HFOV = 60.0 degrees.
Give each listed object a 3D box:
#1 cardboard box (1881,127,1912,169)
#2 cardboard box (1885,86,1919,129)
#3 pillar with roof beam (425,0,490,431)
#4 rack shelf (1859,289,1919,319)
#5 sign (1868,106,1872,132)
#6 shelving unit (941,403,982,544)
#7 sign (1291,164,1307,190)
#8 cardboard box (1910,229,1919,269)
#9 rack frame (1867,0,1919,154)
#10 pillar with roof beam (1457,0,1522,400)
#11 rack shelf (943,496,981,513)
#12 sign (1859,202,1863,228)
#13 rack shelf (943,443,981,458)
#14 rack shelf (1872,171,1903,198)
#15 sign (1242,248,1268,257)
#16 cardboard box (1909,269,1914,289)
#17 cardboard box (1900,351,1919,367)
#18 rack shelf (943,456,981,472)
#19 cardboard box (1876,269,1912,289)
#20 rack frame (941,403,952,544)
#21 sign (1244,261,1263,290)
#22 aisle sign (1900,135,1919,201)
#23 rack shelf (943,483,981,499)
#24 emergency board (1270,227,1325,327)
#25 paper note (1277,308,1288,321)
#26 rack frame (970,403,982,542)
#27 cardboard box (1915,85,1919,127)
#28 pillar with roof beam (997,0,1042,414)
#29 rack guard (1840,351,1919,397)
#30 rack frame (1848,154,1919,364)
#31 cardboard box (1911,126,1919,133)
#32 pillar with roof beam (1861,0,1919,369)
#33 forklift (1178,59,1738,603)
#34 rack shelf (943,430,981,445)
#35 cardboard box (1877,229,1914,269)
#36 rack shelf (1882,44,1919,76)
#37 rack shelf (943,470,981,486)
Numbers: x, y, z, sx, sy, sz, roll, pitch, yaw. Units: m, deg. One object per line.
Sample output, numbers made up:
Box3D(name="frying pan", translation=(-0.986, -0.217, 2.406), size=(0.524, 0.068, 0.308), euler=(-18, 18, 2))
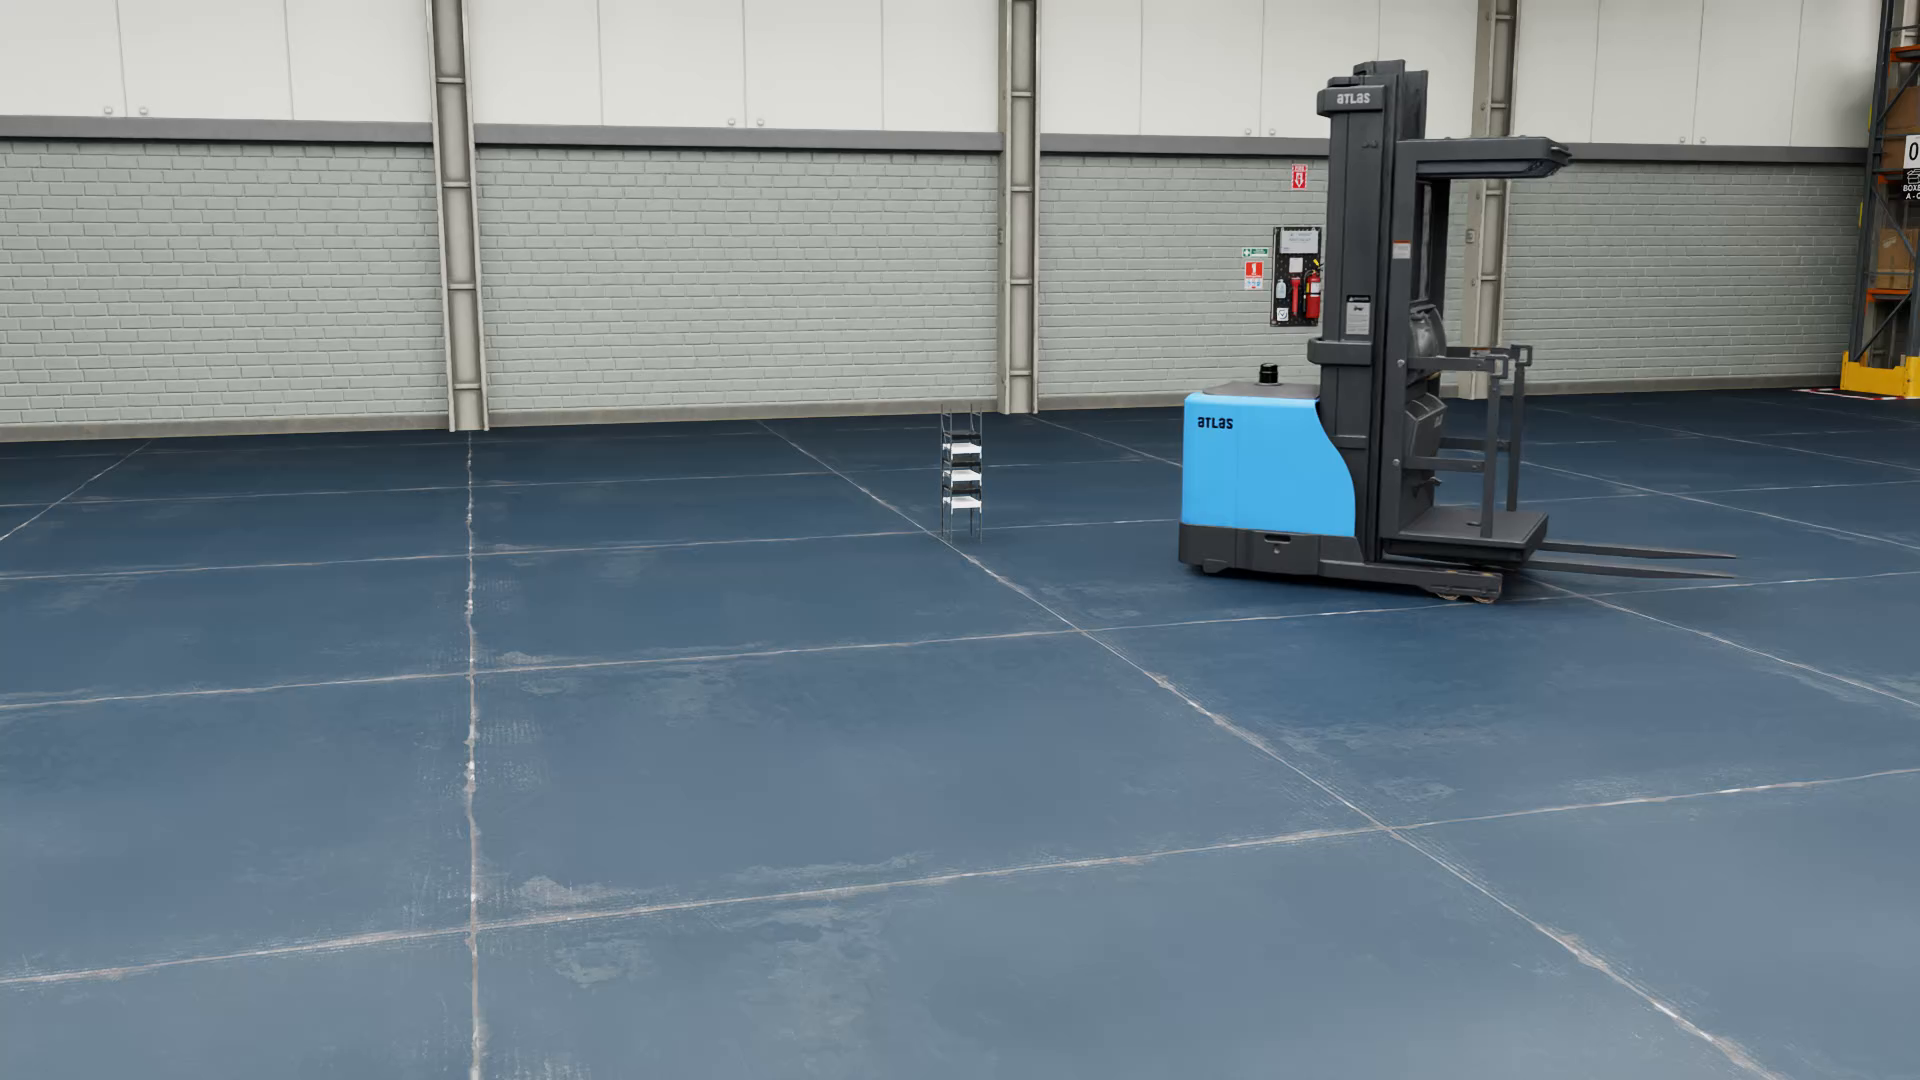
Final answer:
Box3D(name="cardboard box", translation=(12.075, -4.953, 21.050), size=(0.500, 0.500, 0.500), euler=(-2, 11, -12))
Box3D(name="cardboard box", translation=(12.086, -5.447, 20.971), size=(0.500, 0.500, 0.500), euler=(-3, 11, -13))
Box3D(name="pillar with roof beam", translation=(-3.904, -4.831, 12.432), size=(0.400, 9.000, 9.100), euler=(-3, 11, -16))
Box3D(name="rack shelf", translation=(13.665, -3.101, 21.594), size=(4.000, 0.370, 1.077), euler=(-3, 11, -16))
Box3D(name="sign", translation=(11.609, -5.362, 21.156), size=(0.005, 0.325, 0.100), euler=(-3, 11, -16))
Box3D(name="shelving unit", translation=(0.008, -0.443, 10.967), size=(0.210, 0.900, 0.258), euler=(-3, 11, -16))
Box3D(name="sign", translation=(3.996, -4.274, 19.577), size=(0.199, 0.298, 0.001), euler=(-3, 11, -16))
Box3D(name="cardboard box", translation=(12.287, -3.630, 20.770), size=(0.500, 0.500, 0.500), euler=(-3, 11, -16))
Box3D(name="rack frame", translation=(11.745, -6.304, 20.435), size=(0.127, 3.000, 1.000), euler=(-3, 11, -16))
Box3D(name="pillar with roof beam", translation=(7.618, -5.438, 15.730), size=(0.400, 9.000, 9.100), euler=(-3, 11, -16))
Box3D(name="rack shelf", translation=(0.008, -0.233, 11.006), size=(0.200, 0.077, 0.258), euler=(-3, 11, -16))
Box3D(name="sign", translation=(11.609, -4.176, 21.375), size=(0.005, 0.325, 0.100), euler=(-3, 11, -16))
Box3D(name="rack shelf", translation=(0.008, -0.587, 10.941), size=(0.200, 0.077, 0.258), euler=(-3, 11, -16))
Box3D(name="rack shelf", translation=(13.665, -4.576, 21.322), size=(4.000, 0.370, 1.077), euler=(-3, 11, -16))
Box3D(name="sign", translation=(3.478, -3.384, 19.582), size=(0.331, 0.109, 0.001), euler=(-3, 11, -16))
Box3D(name="cardboard box", translation=(12.302, -3.259, 20.825), size=(0.500, 0.250, 0.500), euler=(-3, 11, -18))
Box3D(name="cardboard box", translation=(12.435, -2.267, 21.287), size=(0.500, 0.311, 0.500), euler=(-4, 11, -22))
Box3D(name="rack shelf", translation=(0.008, -0.499, 10.957), size=(0.200, 0.077, 0.258), euler=(-3, 11, -16))
Box3D(name="cardboard box", translation=(12.140, -3.347, 21.302), size=(0.500, 0.250, 0.500), euler=(-3, 11, -15))
Box3D(name="rack frame", translation=(-0.090, -0.438, 10.939), size=(0.006, 0.900, 0.240), euler=(-3, 11, -16))
Box3D(name="sign", translation=(3.471, -3.125, 19.637), size=(0.234, 0.329, 0.001), euler=(-3, 11, -16))
Box3D(name="aisle sign", translation=(11.760, -4.576, 20.440), size=(0.004, 0.787, 0.394), euler=(-3, 11, -16))
Box3D(name="rack shelf", translation=(0.008, -0.322, 10.990), size=(0.200, 0.077, 0.258), euler=(-3, 11, -16))
Box3D(name="emergency board", translation=(4.031, -3.117, 19.695), size=(0.643, 1.169, 0.194), euler=(-3, 11, -16))
Box3D(name="paper note", translation=(3.842, -2.687, 19.792), size=(0.142, 0.148, 0.016), euler=(-3, 11, -16))
Box3D(name="rack frame", translation=(0.105, -0.448, 10.995), size=(0.006, 0.900, 0.240), euler=(-3, 11, -16))
Box3D(name="cardboard box", translation=(12.183, -5.357, 20.482), size=(0.500, 0.500, 0.500), euler=(-4, 11, -20))
Box3D(name="pillar with roof beam", translation=(1.857, -5.134, 14.081), size=(0.400, 9.000, 9.100), euler=(-3, 11, -16))
Box3D(name="rack guard", translation=(11.818, -2.128, 21.226), size=(0.348, 0.500, 1.175), euler=(-3, 11, -16))
Box3D(name="rack frame", translation=(11.745, -3.354, 20.979), size=(0.127, 3.000, 1.000), euler=(-3, 11, -16))
Box3D(name="cardboard box", translation=(12.136, -4.861, 20.552), size=(0.500, 0.500, 0.500), euler=(-3, 11, -14))
Box3D(name="pillar with roof beam", translation=(13.379, -5.742, 17.380), size=(0.400, 9.000, 9.100), euler=(-3, 11, -16))
Box3D(name="forklift", translation=(2.864, -1.202, 9.478), size=(3.031, 2.935, 1.130), euler=(5, 12, 25))
Box3D(name="rack shelf", translation=(0.008, -0.676, 10.924), size=(0.200, 0.077, 0.258), euler=(-3, 11, -16))
Box3D(name="cardboard box", translation=(12.138, -3.719, 21.253), size=(0.500, 0.500, 0.500), euler=(-3, 11, -17))
Box3D(name="rack shelf", translation=(13.665, -6.050, 21.051), size=(4.000, 0.370, 1.077), euler=(-3, 11, -16))
Box3D(name="rack shelf", translation=(0.008, -0.410, 10.973), size=(0.200, 0.077, 0.258), euler=(-3, 11, -16))
